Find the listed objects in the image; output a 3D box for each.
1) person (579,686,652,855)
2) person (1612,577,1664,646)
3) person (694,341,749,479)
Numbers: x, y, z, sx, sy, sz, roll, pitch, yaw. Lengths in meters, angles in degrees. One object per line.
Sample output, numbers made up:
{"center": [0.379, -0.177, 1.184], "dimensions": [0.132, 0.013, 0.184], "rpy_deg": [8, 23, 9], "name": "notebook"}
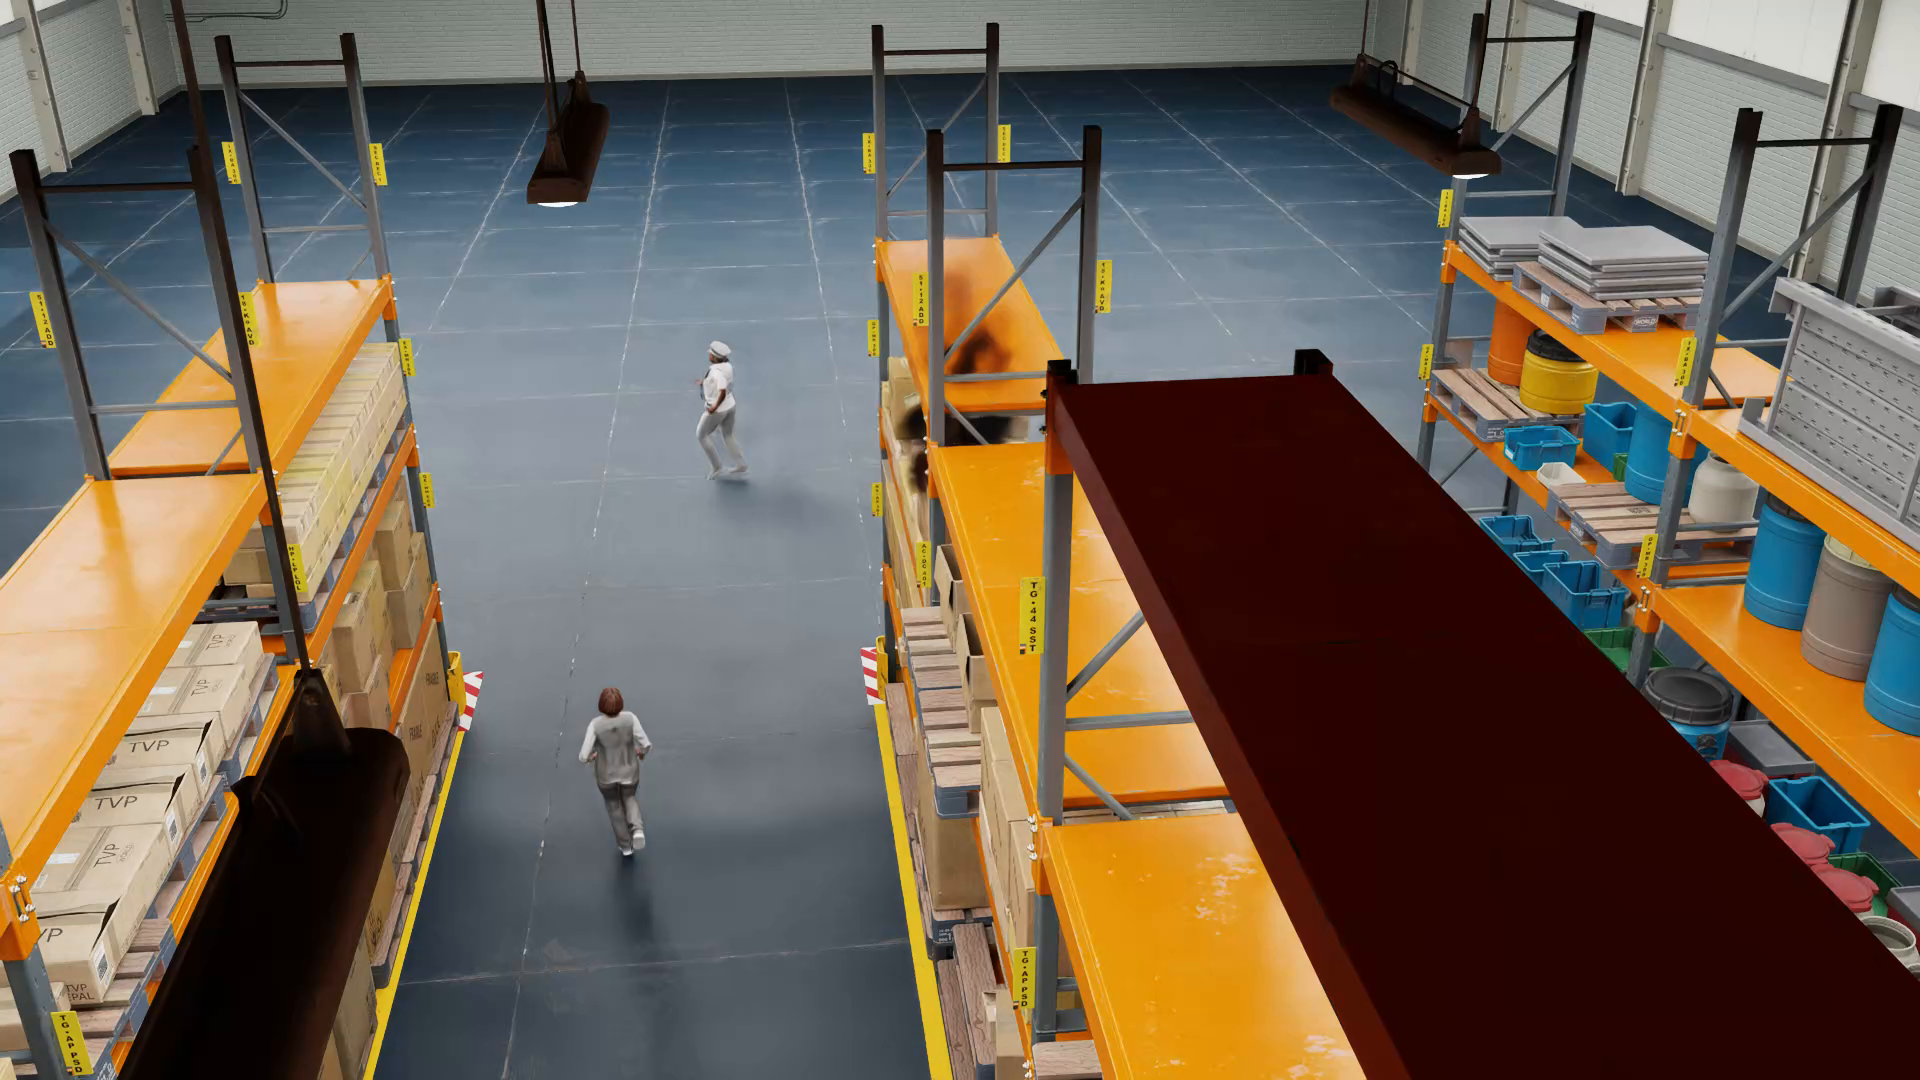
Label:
{"center": [-2.647, 1.843, 12.884], "dimensions": [0.547, 1.545, 0.552], "rpy_deg": [-8, 27, -17], "name": "person"}
{"center": [6.197, 0.695, 15.117], "dimensions": [0.592, 1.721, 0.747], "rpy_deg": [-6, 26, -12], "name": "person"}
{"center": [-2.874, -1.523, 19.755], "dimensions": [0.681, 1.742, 0.553], "rpy_deg": [11, 28, 22], "name": "person"}
